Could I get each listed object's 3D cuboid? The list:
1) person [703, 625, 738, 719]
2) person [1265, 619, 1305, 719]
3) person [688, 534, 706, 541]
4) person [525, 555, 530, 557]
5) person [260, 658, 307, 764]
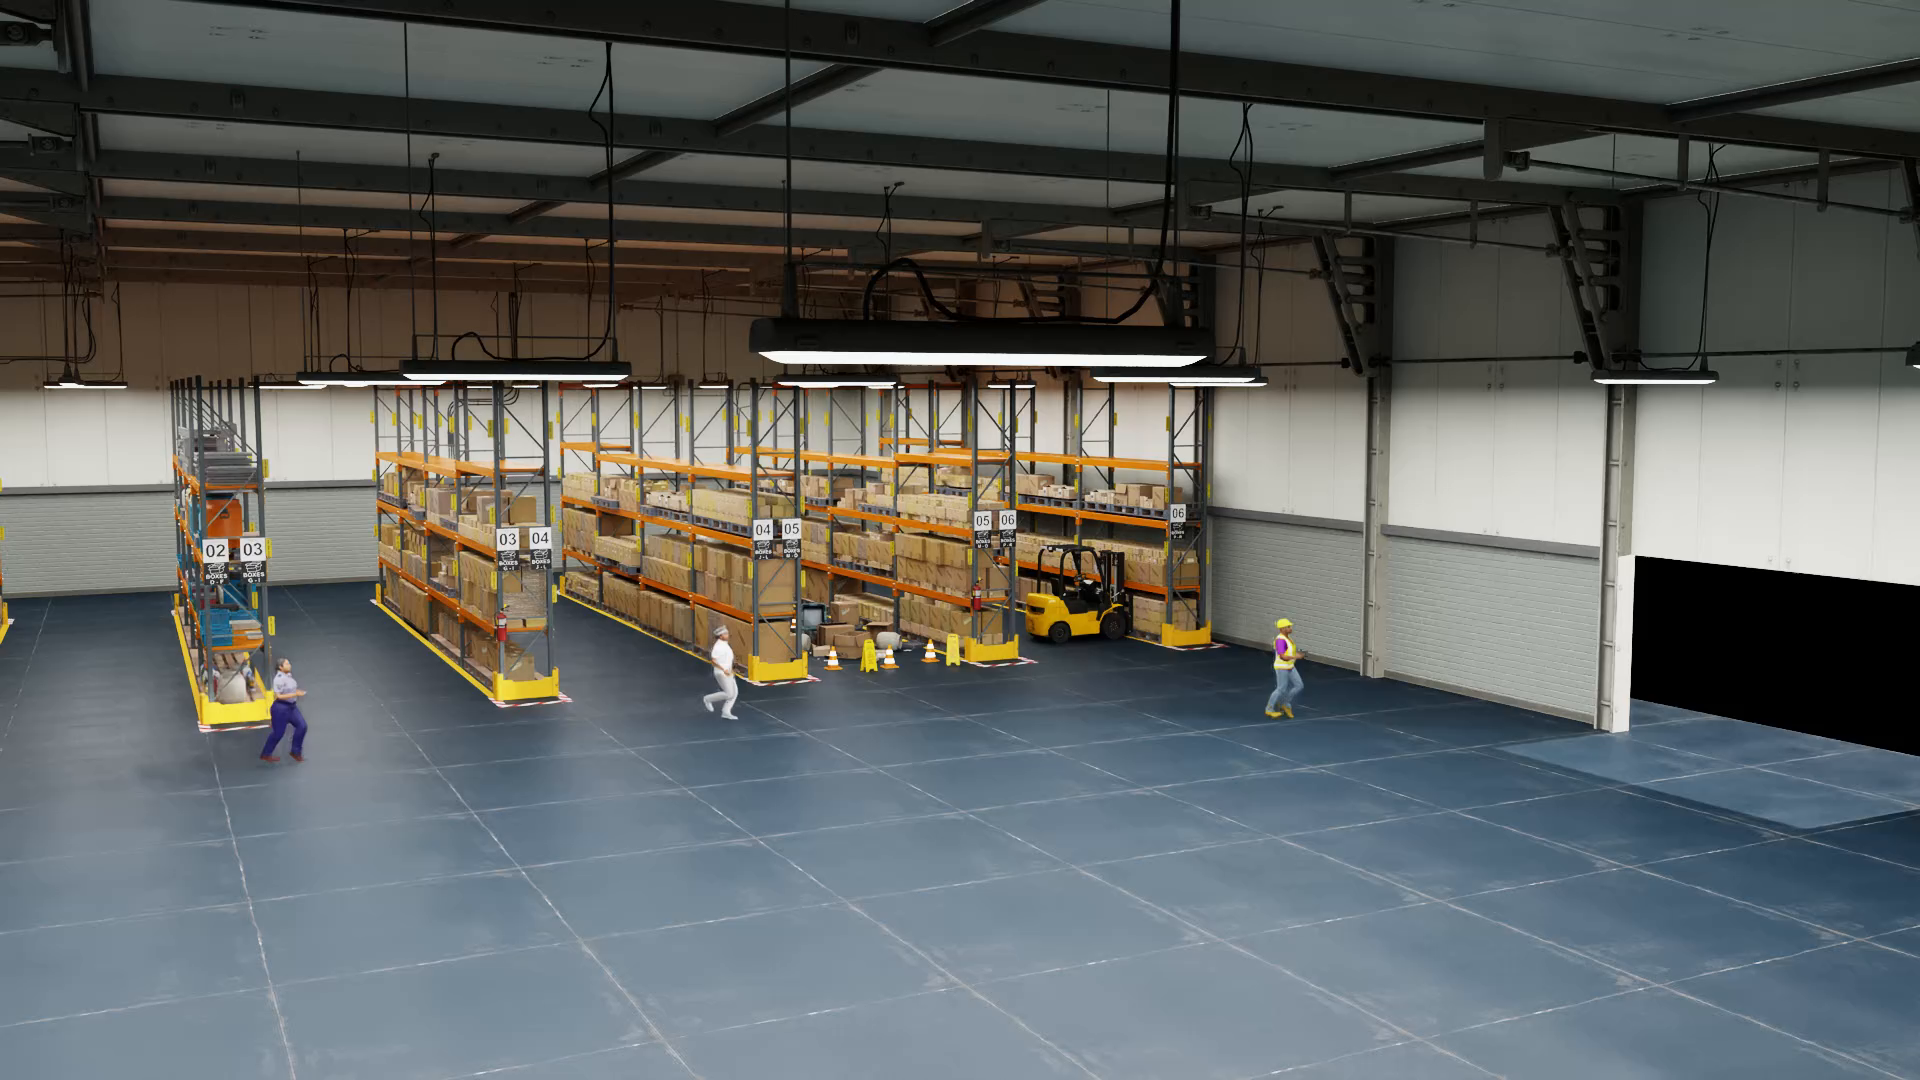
[{"bbox_3d":[-4.198,2.318,29.162,0.593,1.664,0.583,1,5,8],"label":"person"},{"bbox_3d":[5.704,2.262,29.069,0.711,1.784,0.671,3,6,29],"label":"person"},{"bbox_3d":[-8.045,0.382,50.487,0.750,1.816,0.715,-2,5,-21],"label":"person"},{"bbox_3d":[-11.755,0.873,45.303,0.559,1.686,0.652,-3,6,-27],"label":"person"},{"bbox_3d":[-10.386,2.649,25.536,0.746,1.707,0.583,0,5,1],"label":"person"}]
